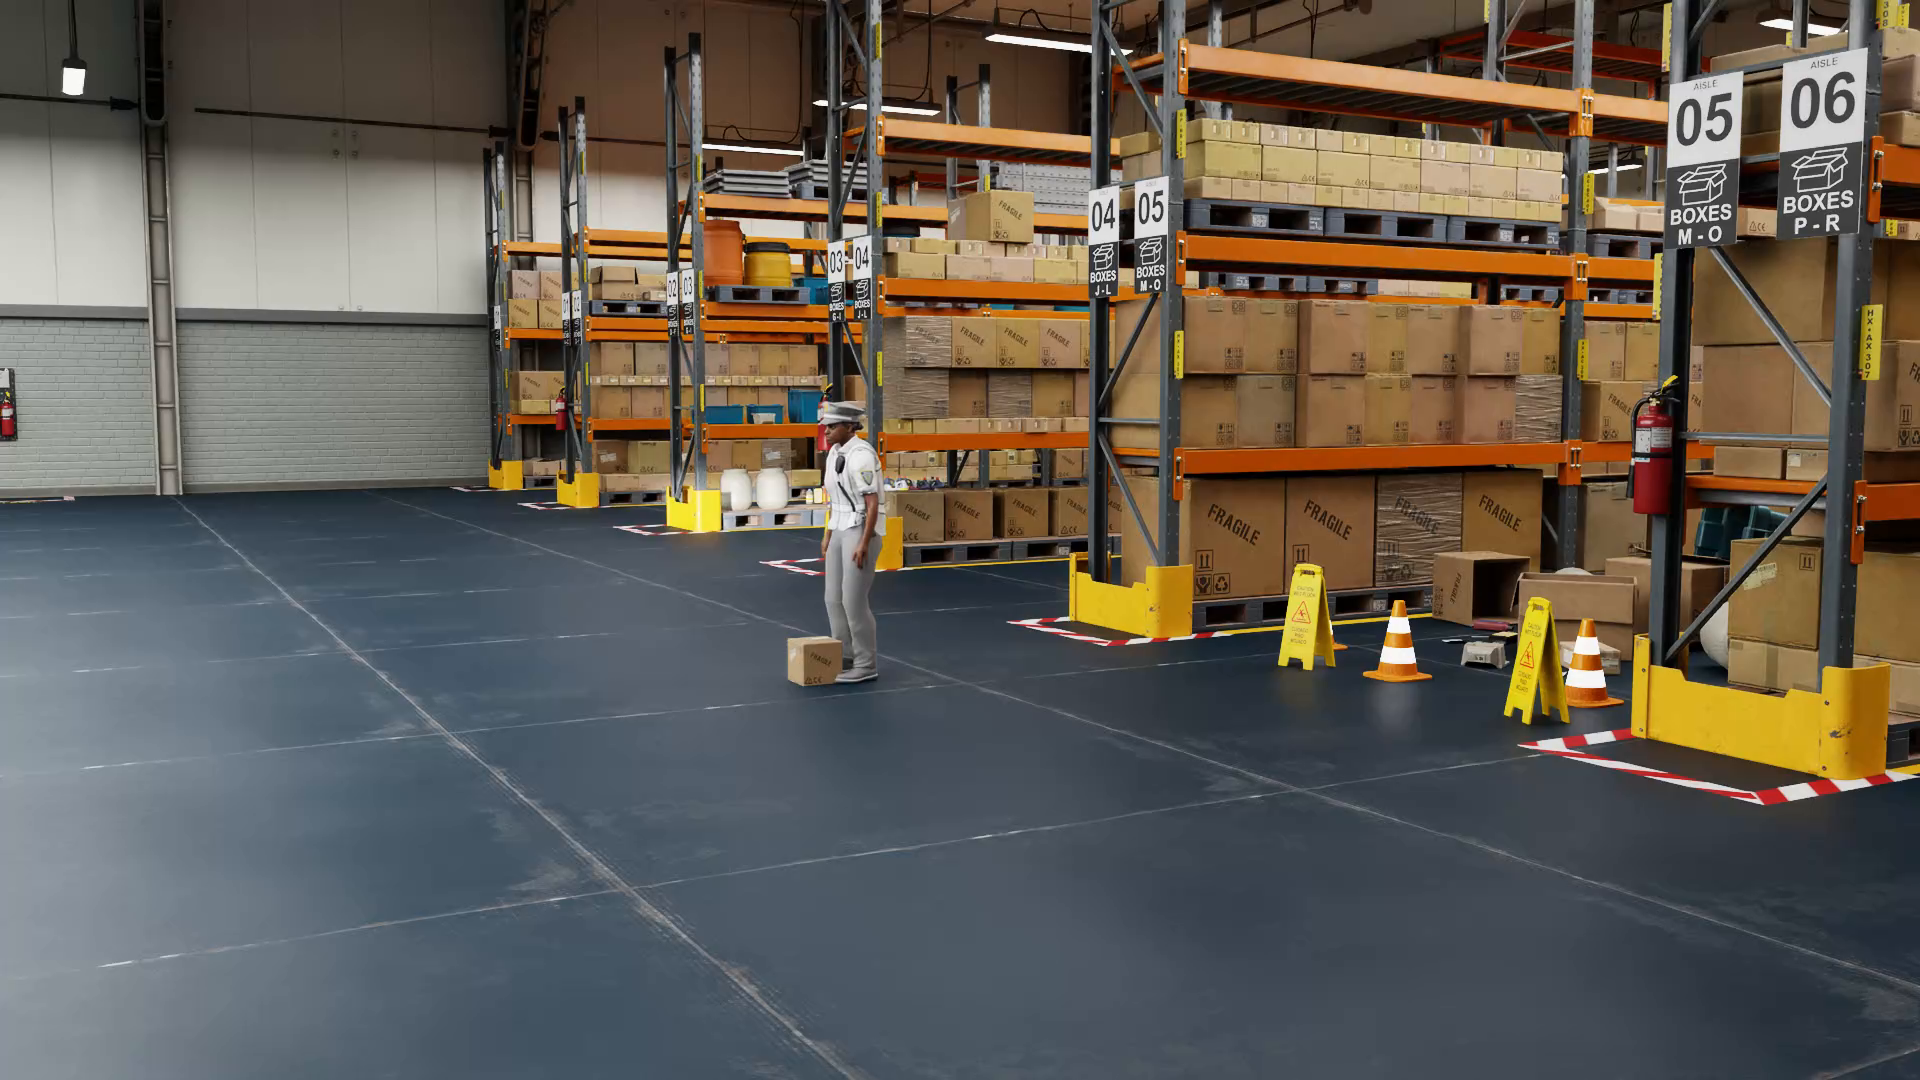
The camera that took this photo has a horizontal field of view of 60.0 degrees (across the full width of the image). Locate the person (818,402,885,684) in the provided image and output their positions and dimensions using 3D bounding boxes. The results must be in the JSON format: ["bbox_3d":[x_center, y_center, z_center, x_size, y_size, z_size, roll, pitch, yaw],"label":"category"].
[{"bbox_3d":[-0.667,0.006,9.942,0.397,1.658,0.509,-3,6,-29],"label":"person"}]
